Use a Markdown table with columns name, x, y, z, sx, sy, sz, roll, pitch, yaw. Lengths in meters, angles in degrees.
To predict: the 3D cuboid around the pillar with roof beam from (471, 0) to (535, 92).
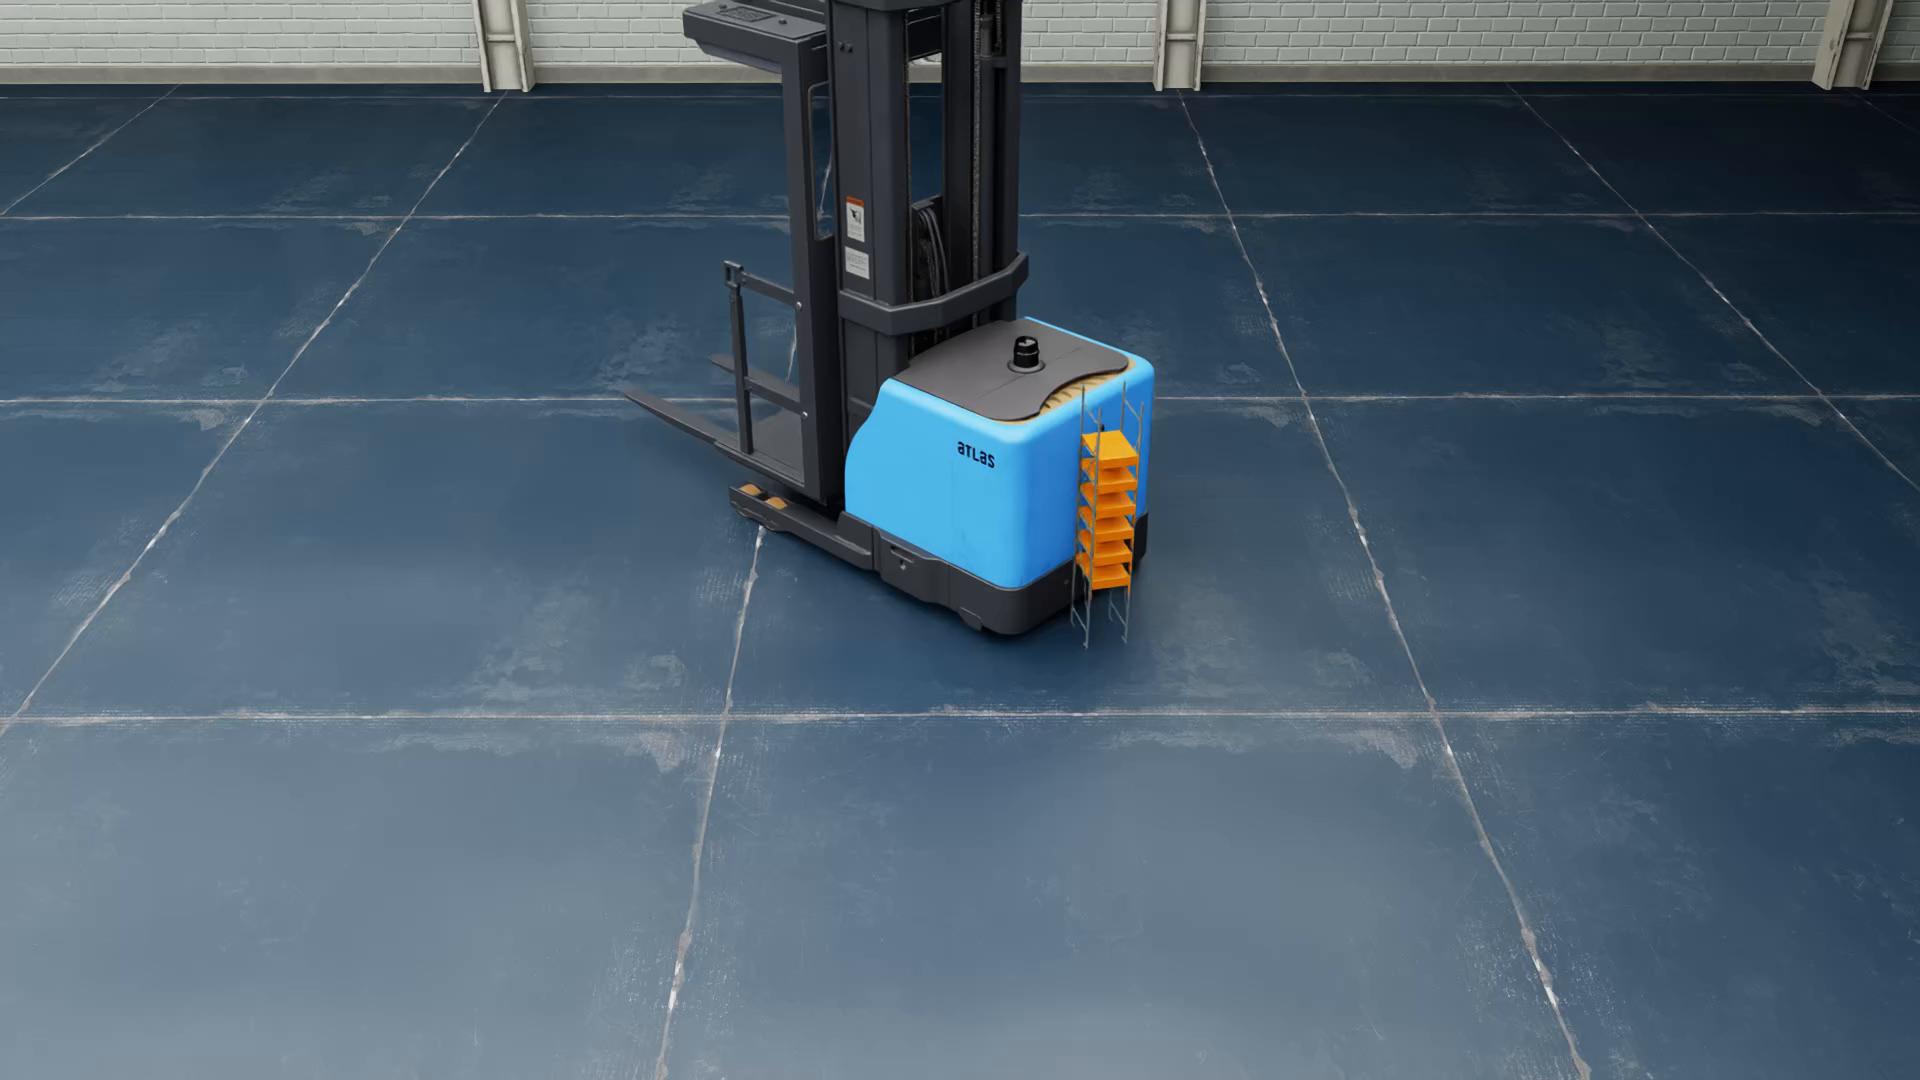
| name | x | y | z | sx | sy | sz | roll | pitch | yaw |
| --- | --- | --- | --- | --- | --- | --- | --- | --- | --- |
| pillar with roof beam | -4.023 | -5.694 | 8.960 | 0.400 | 9.000 | 9.100 | 0 | 31 | 0 |

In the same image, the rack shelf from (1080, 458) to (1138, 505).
| name | x | y | z | sx | sy | sz | roll | pitch | yaw |
| --- | --- | --- | --- | --- | --- | --- | --- | --- | --- |
| rack shelf | 0.634 | -0.263 | 7.148 | 0.180 | 0.103 | 0.258 | -7 | 32 | -13 |

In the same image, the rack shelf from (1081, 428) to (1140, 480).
| name | x | y | z | sx | sy | sz | roll | pitch | yaw |
| --- | --- | --- | --- | --- | --- | --- | --- | --- | --- |
| rack shelf | 0.635 | -0.366 | 7.086 | 0.180 | 0.103 | 0.258 | -7 | 32 | -13 |

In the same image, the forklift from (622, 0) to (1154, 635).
| name | x | y | z | sx | sy | sz | roll | pitch | yaw |
| --- | --- | --- | --- | --- | --- | --- | --- | --- | --- |
| forklift | -0.528 | -1.477 | 7.859 | 3.031 | 2.935 | 1.130 | 26 | 40 | 35 |

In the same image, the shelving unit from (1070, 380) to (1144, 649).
| name | x | y | z | sx | sy | sz | roll | pitch | yaw |
| --- | --- | --- | --- | --- | --- | --- | --- | --- | --- |
| shelving unit | 0.633 | -0.096 | 7.249 | 0.189 | 1.200 | 0.258 | -7 | 32 | -13 |

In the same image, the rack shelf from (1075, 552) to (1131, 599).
| name | x | y | z | sx | sy | sz | roll | pitch | yaw |
| --- | --- | --- | --- | --- | --- | --- | --- | --- | --- |
| rack shelf | 0.630 | 0.148 | 7.396 | 0.180 | 0.103 | 0.258 | -7 | 32 | -13 |

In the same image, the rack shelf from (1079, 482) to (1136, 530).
| name | x | y | z | sx | sy | sz | roll | pitch | yaw |
| --- | --- | --- | --- | --- | --- | --- | --- | --- | --- |
| rack shelf | 0.633 | -0.160 | 7.210 | 0.180 | 0.103 | 0.258 | -7 | 32 | -13 |

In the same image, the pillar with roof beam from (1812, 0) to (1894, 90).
| name | x | y | z | sx | sy | sz | roll | pitch | yaw |
| --- | --- | --- | --- | --- | --- | --- | --- | --- | --- |
| pillar with roof beam | 7.977 | -5.732 | 9.021 | 0.400 | 9.000 | 9.100 | 0 | 31 | 0 |

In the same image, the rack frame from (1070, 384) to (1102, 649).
| name | x | y | z | sx | sy | sz | roll | pitch | yaw |
| --- | --- | --- | --- | --- | --- | --- | --- | --- | --- |
| rack frame | 0.544 | -0.084 | 7.229 | 0.006 | 1.200 | 0.240 | -7 | 32 | -13 |

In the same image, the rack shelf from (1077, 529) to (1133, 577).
| name | x | y | z | sx | sy | sz | roll | pitch | yaw |
| --- | --- | --- | --- | --- | --- | --- | --- | --- | --- |
| rack shelf | 0.631 | 0.045 | 7.334 | 0.180 | 0.103 | 0.258 | -7 | 32 | -13 |

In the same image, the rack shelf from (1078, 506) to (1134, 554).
| name | x | y | z | sx | sy | sz | roll | pitch | yaw |
| --- | --- | --- | --- | --- | --- | --- | --- | --- | --- |
| rack shelf | 0.632 | -0.058 | 7.272 | 0.180 | 0.103 | 0.258 | -7 | 32 | -13 |

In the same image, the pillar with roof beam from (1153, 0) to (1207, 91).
| name | x | y | z | sx | sy | sz | roll | pitch | yaw |
| --- | --- | --- | --- | --- | --- | --- | --- | --- | --- |
| pillar with roof beam | 1.977 | -5.713 | 8.990 | 0.400 | 9.000 | 9.100 | 0 | 31 | 0 |

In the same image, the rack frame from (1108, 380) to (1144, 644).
| name | x | y | z | sx | sy | sz | roll | pitch | yaw |
| --- | --- | --- | --- | --- | --- | --- | --- | --- | --- |
| rack frame | 0.721 | -0.107 | 7.269 | 0.006 | 1.200 | 0.240 | -7 | 32 | -13 |
